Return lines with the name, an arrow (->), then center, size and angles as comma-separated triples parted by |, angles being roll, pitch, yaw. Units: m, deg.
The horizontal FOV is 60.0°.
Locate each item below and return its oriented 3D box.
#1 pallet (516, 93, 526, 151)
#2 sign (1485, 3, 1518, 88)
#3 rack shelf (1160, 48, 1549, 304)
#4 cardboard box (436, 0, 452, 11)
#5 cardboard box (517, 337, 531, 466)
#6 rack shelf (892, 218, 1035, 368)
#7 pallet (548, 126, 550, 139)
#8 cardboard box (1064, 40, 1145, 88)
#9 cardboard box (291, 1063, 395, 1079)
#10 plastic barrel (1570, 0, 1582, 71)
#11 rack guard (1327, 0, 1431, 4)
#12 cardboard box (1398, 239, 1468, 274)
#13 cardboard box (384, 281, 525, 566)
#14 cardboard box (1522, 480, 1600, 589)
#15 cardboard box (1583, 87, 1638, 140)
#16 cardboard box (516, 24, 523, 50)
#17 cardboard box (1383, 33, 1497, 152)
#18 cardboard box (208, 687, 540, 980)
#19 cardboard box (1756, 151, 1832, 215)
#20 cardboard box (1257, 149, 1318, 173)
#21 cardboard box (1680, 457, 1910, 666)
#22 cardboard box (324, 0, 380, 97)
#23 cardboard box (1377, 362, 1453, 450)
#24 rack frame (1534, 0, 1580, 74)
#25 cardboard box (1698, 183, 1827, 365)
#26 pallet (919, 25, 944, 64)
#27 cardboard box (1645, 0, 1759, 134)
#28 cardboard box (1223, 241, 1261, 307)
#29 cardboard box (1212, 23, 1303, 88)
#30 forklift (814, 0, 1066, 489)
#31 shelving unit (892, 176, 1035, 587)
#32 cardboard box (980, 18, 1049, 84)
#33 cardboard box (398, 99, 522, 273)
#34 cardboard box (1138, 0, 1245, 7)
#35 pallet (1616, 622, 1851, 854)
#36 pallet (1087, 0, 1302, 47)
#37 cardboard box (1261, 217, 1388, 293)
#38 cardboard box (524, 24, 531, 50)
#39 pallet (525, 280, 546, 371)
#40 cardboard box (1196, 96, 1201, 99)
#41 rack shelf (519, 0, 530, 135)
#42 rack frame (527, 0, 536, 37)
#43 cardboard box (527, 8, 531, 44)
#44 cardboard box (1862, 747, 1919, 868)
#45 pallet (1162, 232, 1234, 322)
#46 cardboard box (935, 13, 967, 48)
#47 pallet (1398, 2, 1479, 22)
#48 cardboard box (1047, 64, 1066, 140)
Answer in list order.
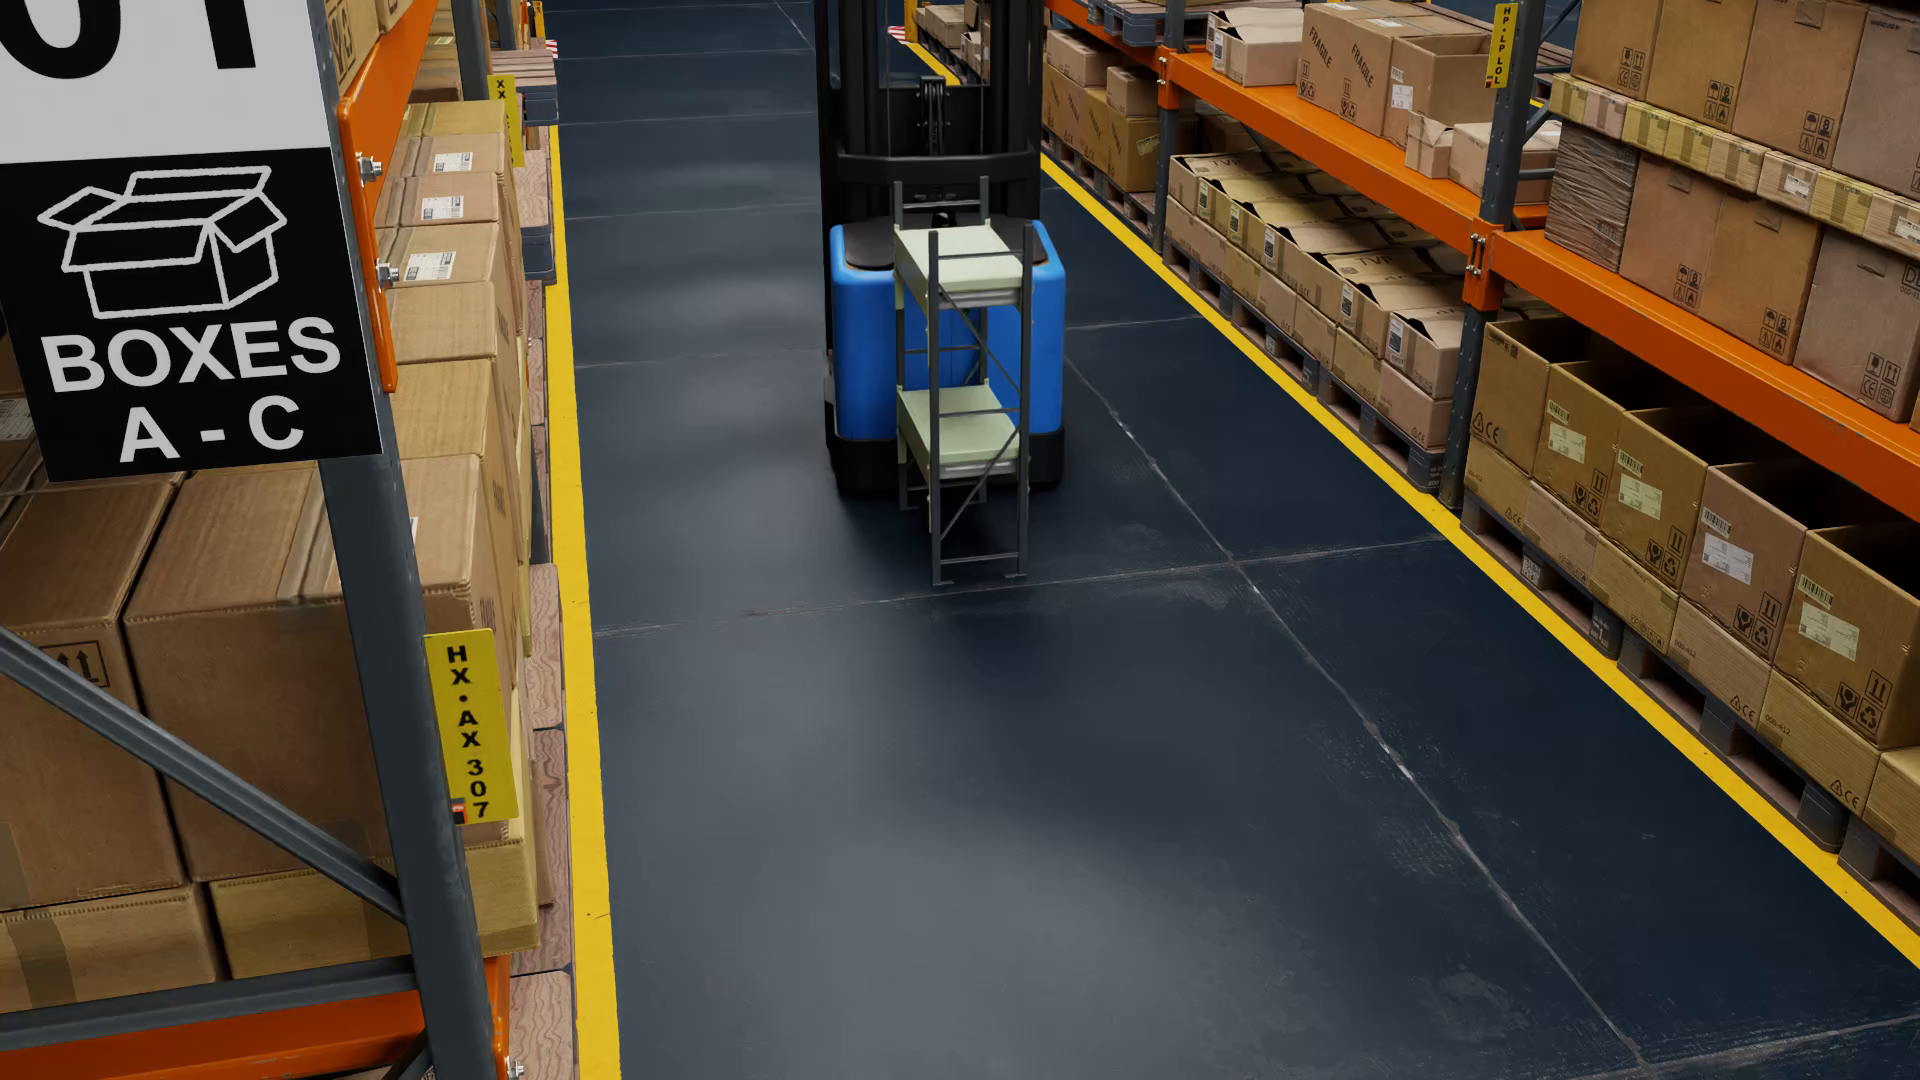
pallet -> -2.556, -1.844, 7.788 | 1.003, 0.211, 1.213 | -6, 27, -12
sign -> 2.158, -1.966, 6.619 | 0.100, 0.325, 0.005 | -6, 27, -12
rack shelf -> 2.234, -2.100, 8.881 | 1.077, 0.370, 4.000 | -6, 27, -12
cardboard box -> -2.624, -2.286, 7.851 | 0.700, 0.500, 0.500 | -6, 27, -12
cardboard box -> -1.506, -0.365, 4.788 | 0.500, 0.250, 0.500 | -6, 27, -12
rack shelf -> 0.001, -1.010, 6.721 | 0.431, 0.370, 0.720 | -6, 27, -11
pallet -> -4.039, -3.648, 14.243 | 1.003, 0.211, 1.213 | -6, 27, -12
cardboard box -> 1.093, -3.575, 12.457 | 0.500, 0.250, 0.500 | -6, 27, -13
cardboard box -> -1.436, 1.158, 4.123 | 0.500, 0.311, 0.500 | -4, 27, -7
plastic barrel -> 5.815, -4.567, 14.832 | 0.600, 0.901, 0.708 | -6, 27, -12
rack guard -> 4.789, -6.206, 18.991 | 1.175, 0.500, 0.348 | -6, 27, -12
cardboard box -> 2.609, -1.408, 8.674 | 0.500, 0.311, 0.500 | -7, 28, -13
cardboard box -> -1.266, -0.245, 3.719 | 0.500, 0.500, 0.500 | -7, 28, -13
cardboard box -> 2.602, -0.049, 6.604 | 0.500, 0.250, 0.500 | -6, 27, -12
cardboard box -> 2.613, -1.630, 6.320 | 0.380, 0.149, 0.250 | -6, 27, -11
cardboard box -> -2.916, -3.096, 10.313 | 0.380, 0.149, 0.250 | -5, 27, -10
cardboard box -> 2.409, -2.158, 8.086 | 0.500, 0.500, 0.500 | -4, 27, -8
cardboard box -> -1.040, 0.529, 3.018 | 0.500, 0.250, 0.500 | -7, 28, -13
cardboard box -> 2.851, -1.175, 5.418 | 0.380, 0.149, 0.250 | -7, 28, -13
cardboard box -> 2.141, -2.305, 10.451 | 0.500, 0.311, 0.500 | -5, 27, -10
cardboard box -> 2.824, 0.055, 5.565 | 0.500, 0.500, 0.500 | -6, 27, -12
cardboard box -> -1.071, -0.848, 2.139 | 0.500, 0.500, 0.500 | -5, 27, -10
cardboard box -> 2.309, -0.656, 7.806 | 0.500, 0.250, 0.500 | -6, 27, -12
rack frame -> 5.709, -5.557, 14.931 | 1.000, 3.000, 0.127 | -6, 27, -12
cardboard box -> 3.025, -0.943, 5.677 | 0.700, 0.500, 0.500 | -6, 27, -11
pallet -> 0.178, -5.183, 17.285 | 1.003, 0.211, 1.213 | -6, 27, -12
cardboard box -> 2.906, -1.751, 5.840 | 0.700, 0.500, 0.500 | -6, 27, -12
cardboard box -> 1.853, -1.552, 9.581 | 0.500, 0.250, 0.500 | -7, 28, -13
cardboard box -> 1.796, -2.847, 9.661 | 0.500, 0.311, 0.500 | -6, 27, -12
forklift -> -0.168, -2.171, 8.298 | 1.130, 2.935, 3.031 | -2, 27, -4
shelving unit -> 0.001, -0.662, 6.897 | 0.431, 1.500, 0.755 | -6, 27, -11
cardboard box -> 0.477, -4.357, 14.840 | 0.500, 0.500, 0.500 | -6, 27, -12
cardboard box -> -1.733, -1.140, 5.491 | 0.500, 0.500, 0.500 | -6, 27, -12
cardboard box -> 1.532, -3.797, 10.866 | 0.700, 0.500, 0.500 | -16, 31, -29
pallet -> 3.102, 0.591, 5.844 | 1.003, 0.211, 1.213 | -6, 27, -12
pallet -> 1.562, -3.504, 11.077 | 1.213, 0.211, 1.003 | -6, 27, -12
cardboard box -> 1.971, -1.571, 8.996 | 0.500, 0.311, 0.500 | -6, 27, -12
cardboard box -> -3.670, -3.507, 12.788 | 0.750, 0.750, 0.750 | -6, 27, -11
pallet -> -2.867, -1.207, 9.407 | 1.003, 0.211, 1.213 | -6, 27, -12
cardboard box -> 1.728, -3.059, 12.267 | 0.500, 0.500, 0.500 | -6, 27, -12
rack shelf -> -3.493, -3.352, 11.360 | 1.077, 0.370, 4.000 | -6, 27, -12
rack frame -> -4.845, -6.307, 16.417 | 1.000, 3.000, 0.127 | -6, 27, -12
cardboard box -> -4.590, -5.081, 16.296 | 0.700, 0.500, 0.500 | -6, 27, -12
cardboard box -> 3.053, 0.829, 4.865 | 0.500, 0.250, 0.500 | -6, 27, -12
pallet -> 1.931, -1.689, 10.363 | 1.003, 0.211, 1.213 | -6, 27, -12
cardboard box -> 0.052, -5.074, 16.537 | 0.500, 0.250, 0.500 | -6, 27, -12
pallet -> 4.955, -5.702, 18.313 | 1.003, 0.211, 1.213 | -6, 27, -12
cardboard box -> 0.990, -3.446, 13.034 | 0.500, 0.500, 0.500 | -6, 27, -11
